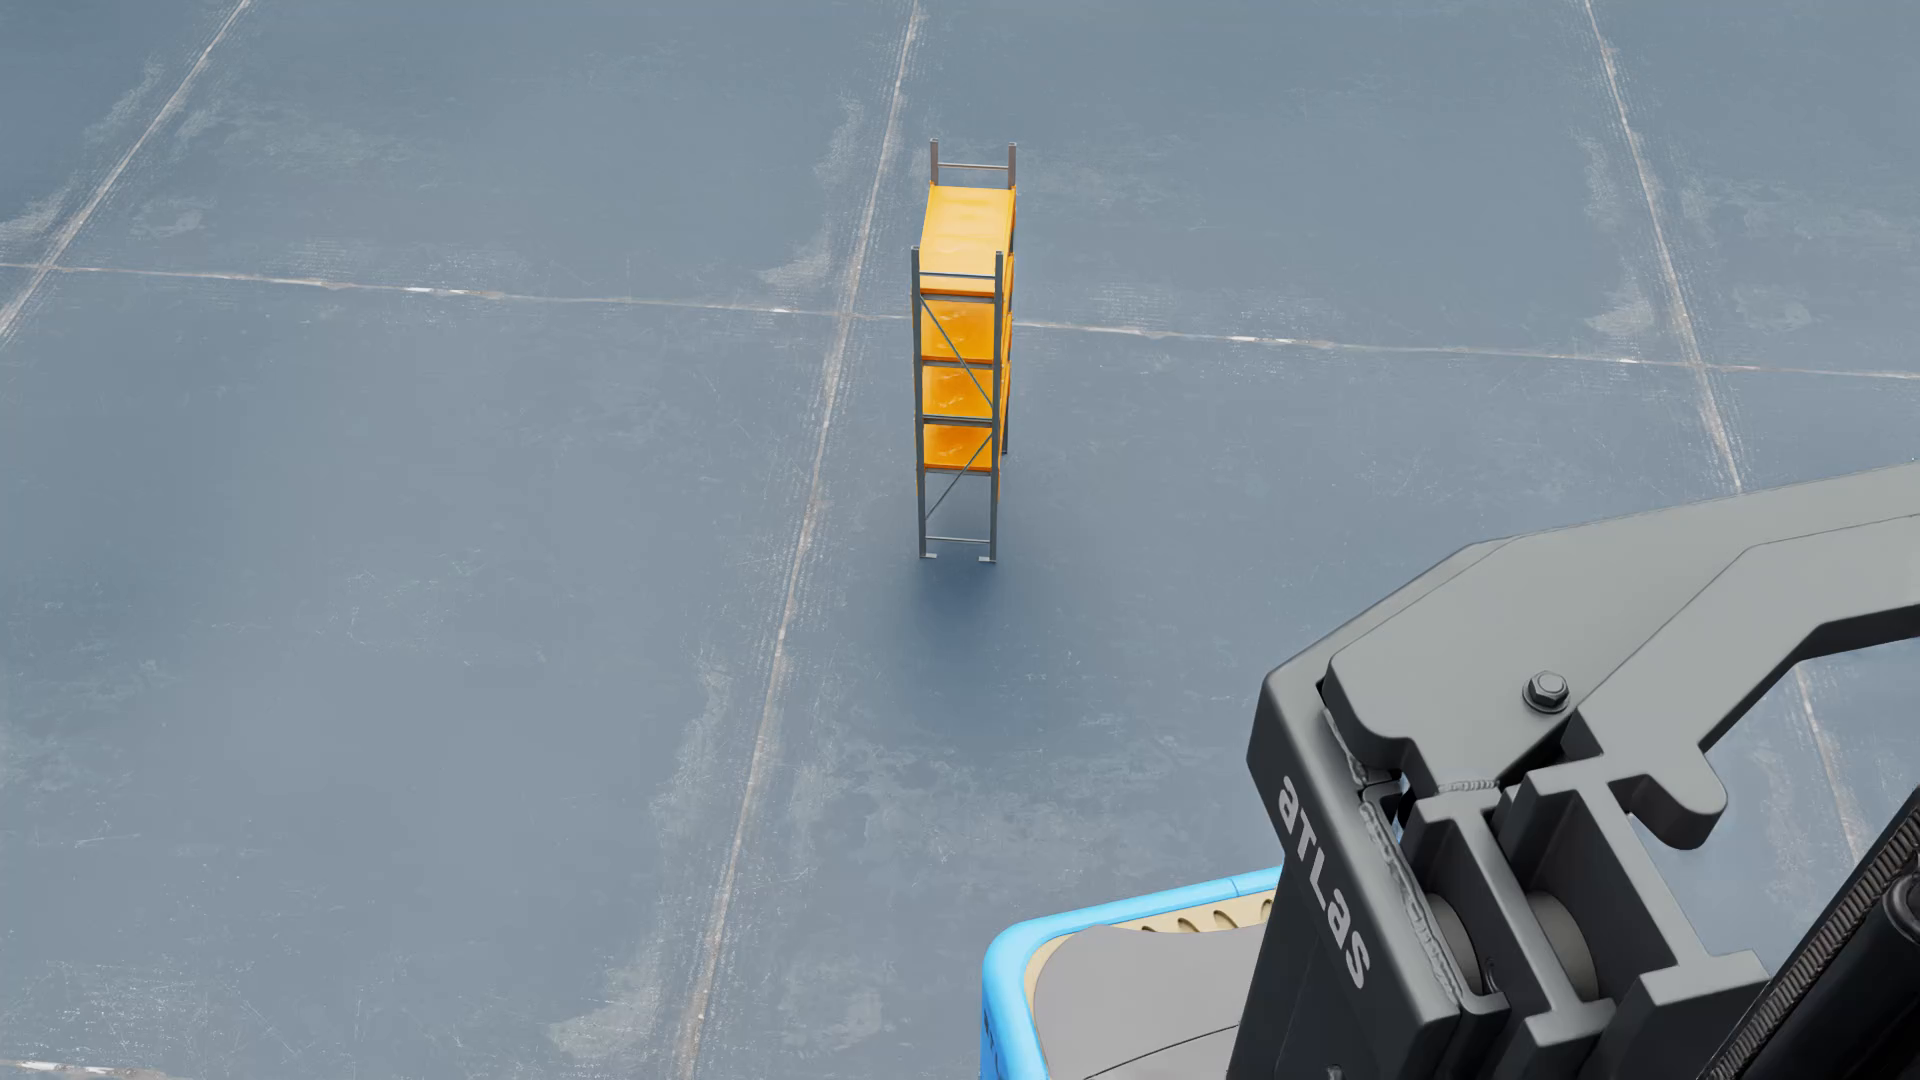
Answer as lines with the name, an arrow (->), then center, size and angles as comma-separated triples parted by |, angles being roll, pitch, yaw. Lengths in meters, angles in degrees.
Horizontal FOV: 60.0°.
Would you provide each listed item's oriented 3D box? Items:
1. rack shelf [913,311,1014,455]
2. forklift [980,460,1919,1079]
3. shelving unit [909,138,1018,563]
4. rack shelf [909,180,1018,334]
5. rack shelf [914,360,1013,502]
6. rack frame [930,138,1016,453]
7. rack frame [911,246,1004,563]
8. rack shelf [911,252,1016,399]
rack shelf -> 0.015, -0.481, 4.968 | 0.258, 0.148, 0.480 | 4, 48, 4
forklift -> 0.868, 1.447, 1.940 | 1.130, 2.935, 3.031 | -10, 48, -9
shelving unit -> 0.015, -0.527, 4.919 | 0.258, 1.200, 0.503 | 4, 48, 4
rack shelf -> 0.015, -0.792, 4.629 | 0.258, 0.148, 0.480 | 4, 48, 4
rack shelf -> 0.015, -0.347, 5.115 | 0.258, 0.148, 0.480 | 4, 48, 4
rack frame -> 0.037, -0.706, 5.083 | 0.240, 1.200, 0.015 | 4, 48, 4
rack frame -> -0.007, -0.347, 4.755 | 0.240, 1.200, 0.015 | 4, 48, 4
rack shelf -> 0.015, -0.632, 4.803 | 0.258, 0.148, 0.480 | 4, 48, 4
